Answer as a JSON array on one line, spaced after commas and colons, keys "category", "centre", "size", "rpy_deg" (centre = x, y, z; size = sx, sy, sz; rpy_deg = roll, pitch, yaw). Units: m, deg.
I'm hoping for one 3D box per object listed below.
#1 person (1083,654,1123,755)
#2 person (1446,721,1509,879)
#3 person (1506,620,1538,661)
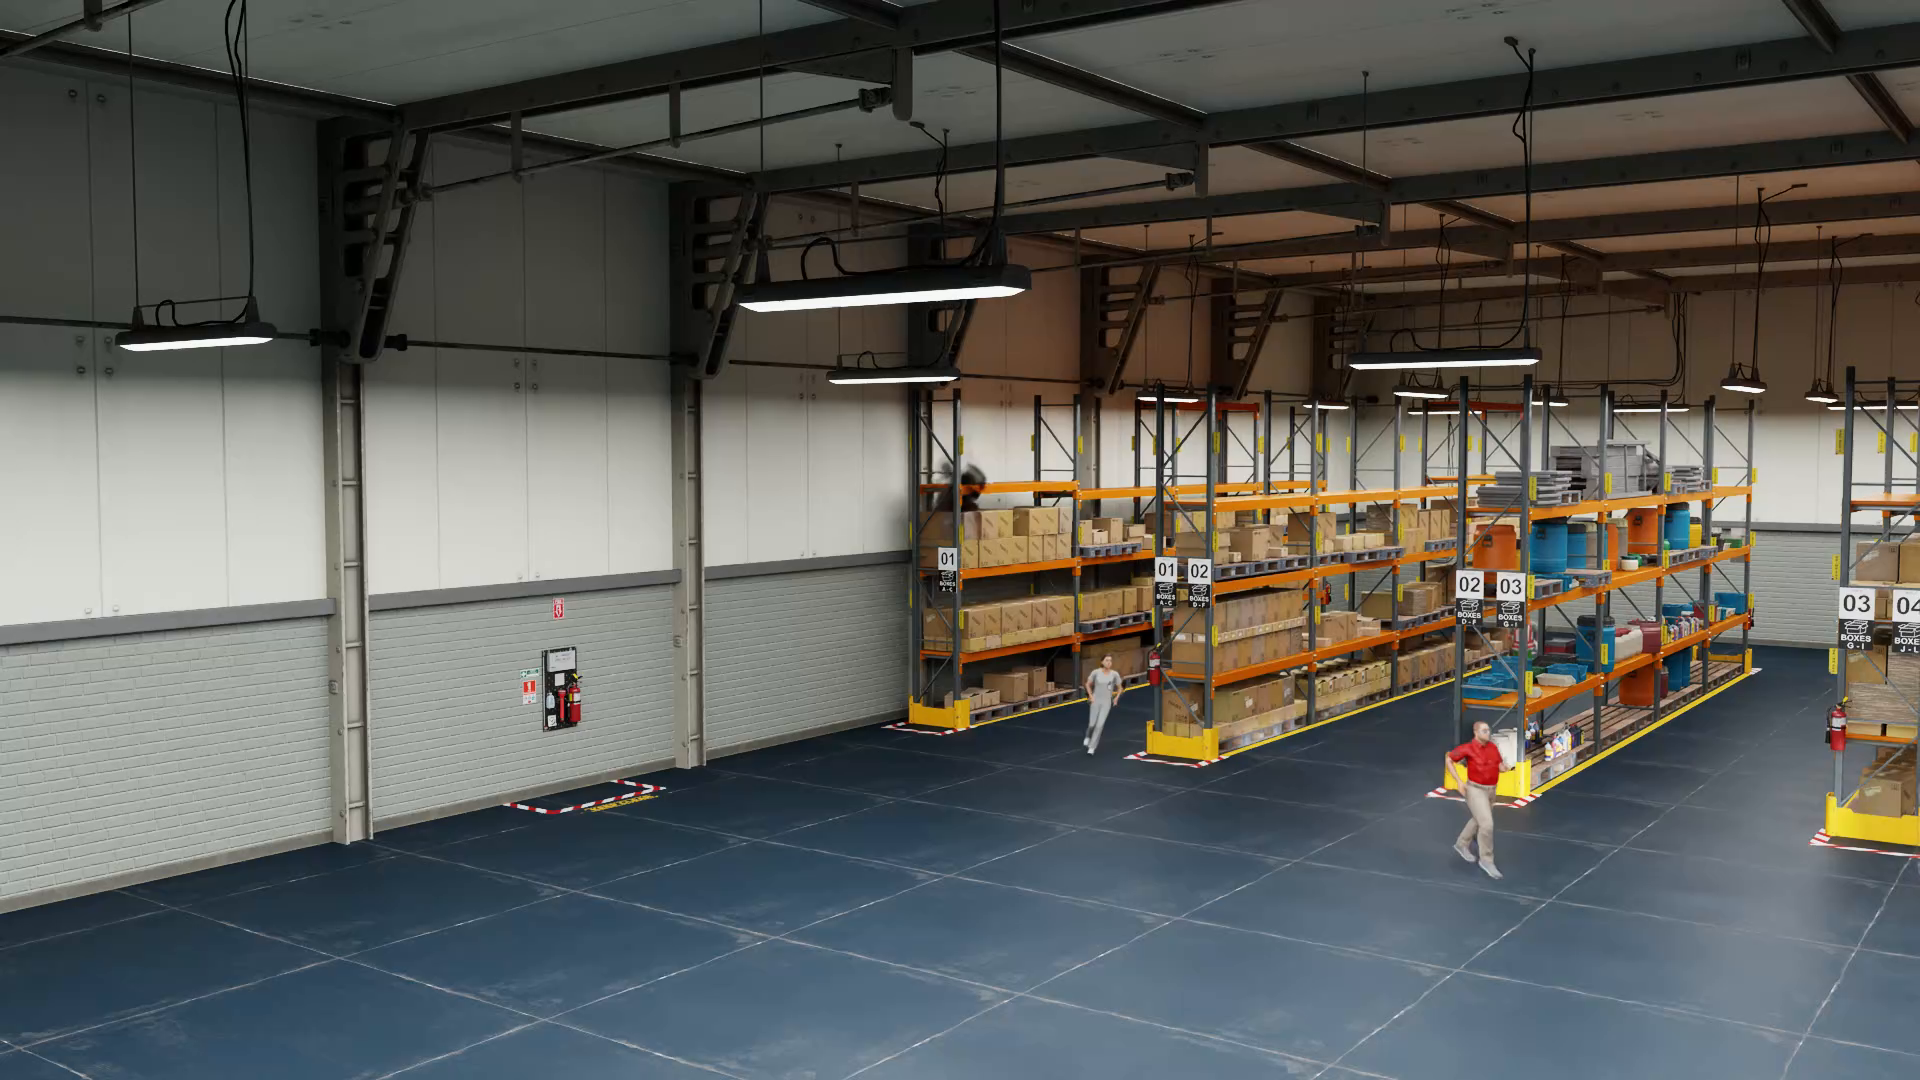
[{"category": "person", "centre": [2.336, 2.647, 27.073], "size": [0.631, 1.620, 0.641], "rpy_deg": [0, 3, 2]}, {"category": "person", "centre": [6.120, 3.021, 19.567], "size": [0.640, 1.788, 0.819], "rpy_deg": [-2, 4, -34]}, {"category": "person", "centre": [11.191, 2.231, 33.081], "size": [0.630, 1.836, 0.753], "rpy_deg": [2, 4, 29]}]
